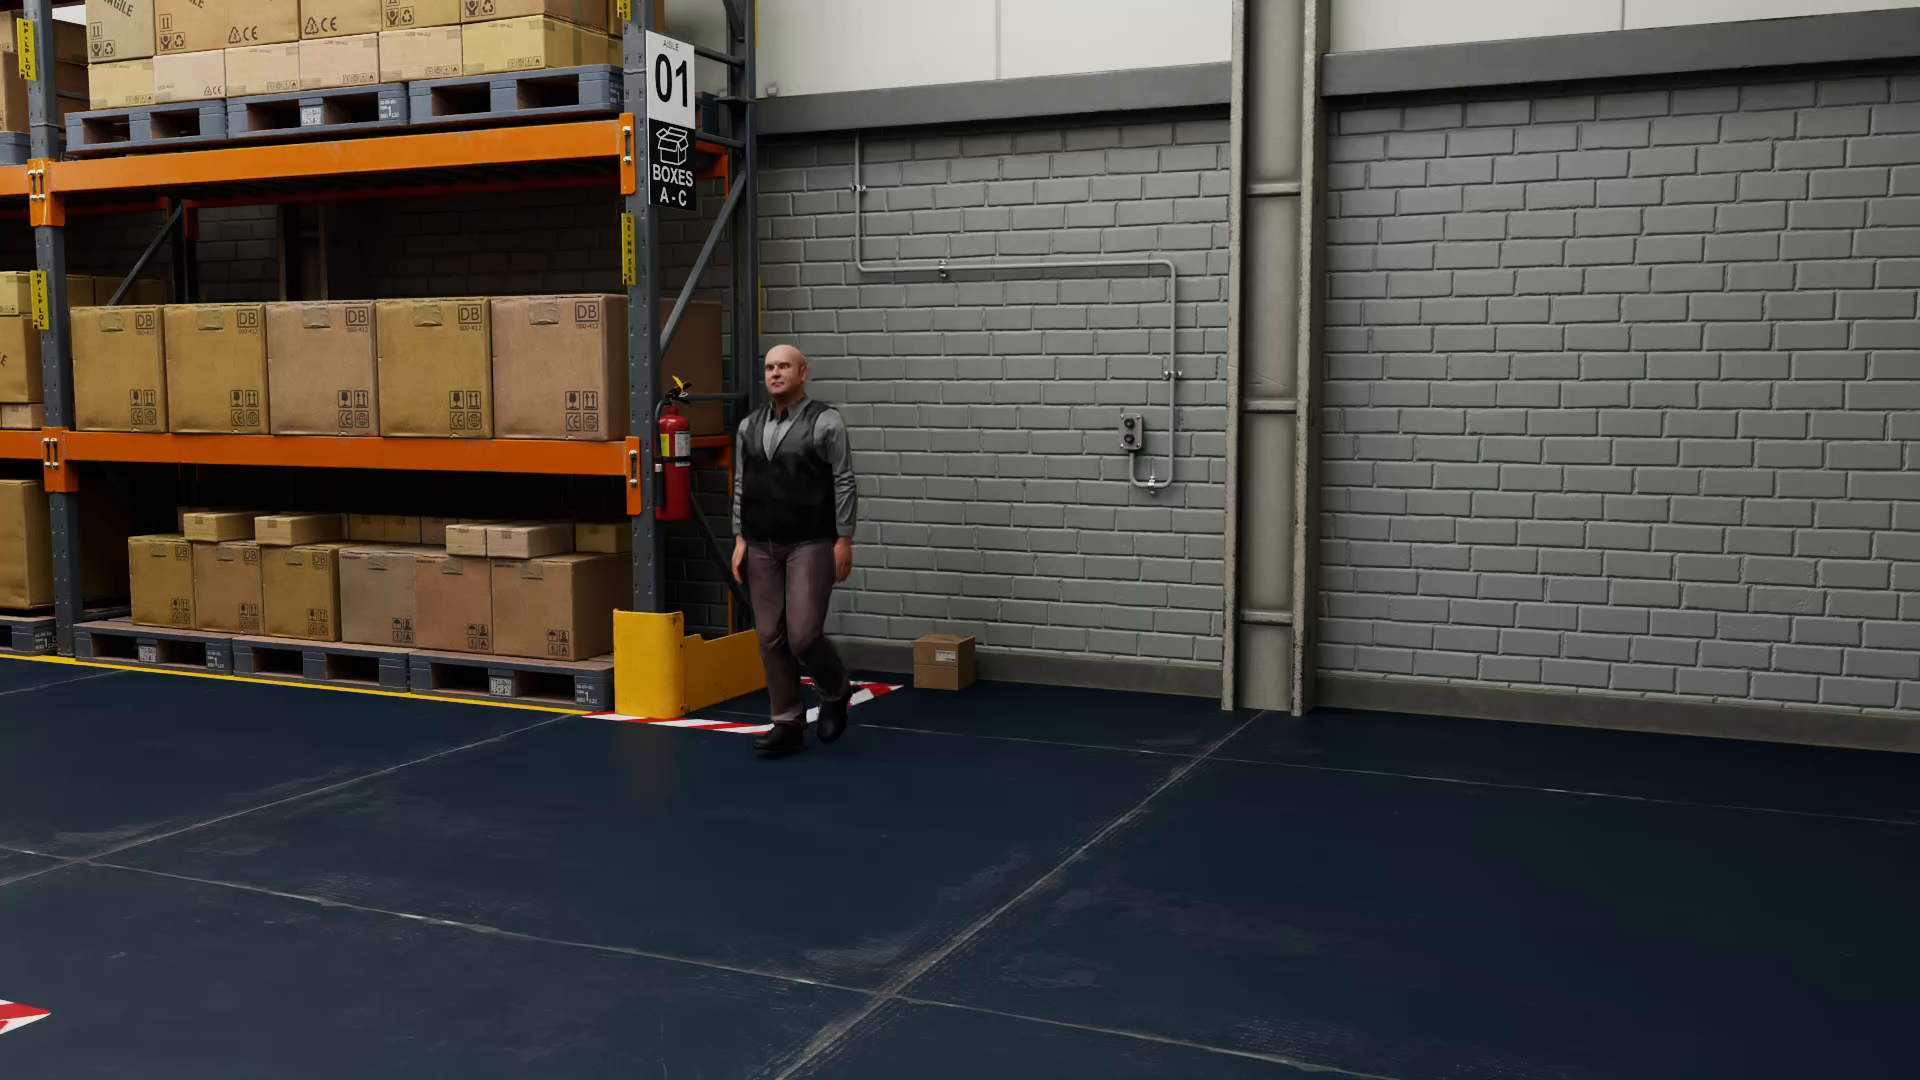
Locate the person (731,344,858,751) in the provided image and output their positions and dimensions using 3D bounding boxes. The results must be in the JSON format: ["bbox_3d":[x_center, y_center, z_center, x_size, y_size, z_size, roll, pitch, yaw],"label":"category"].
[{"bbox_3d":[-0.700,0.031,7.066,0.546,1.712,0.485,3,6,25],"label":"person"}]
